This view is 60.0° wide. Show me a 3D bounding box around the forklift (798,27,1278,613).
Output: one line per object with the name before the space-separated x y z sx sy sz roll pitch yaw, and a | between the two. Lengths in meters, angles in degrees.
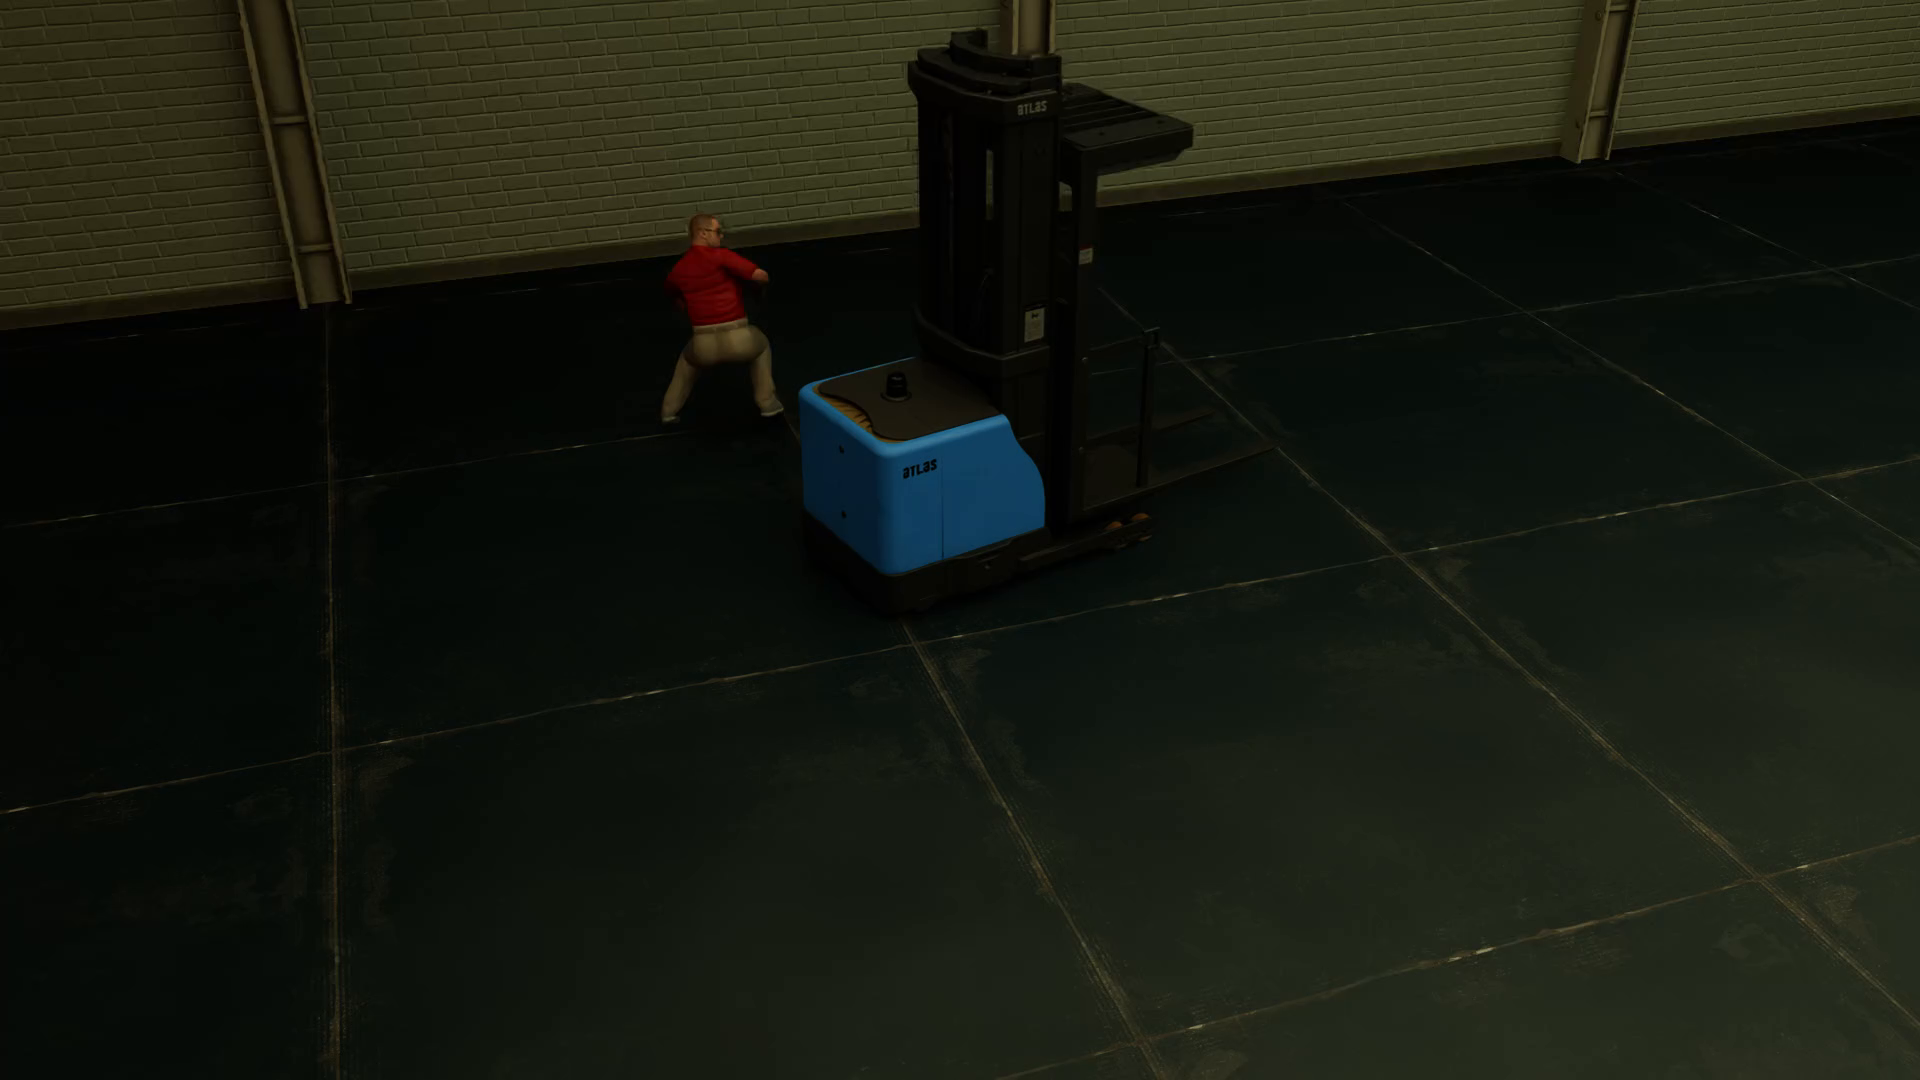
forklift | 0.587 -1.414 9.545 3.031 2.935 1.130 -18 34 -28

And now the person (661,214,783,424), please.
person | -1.634 -1.448 11.140 0.840 1.513 0.849 3 30 5
